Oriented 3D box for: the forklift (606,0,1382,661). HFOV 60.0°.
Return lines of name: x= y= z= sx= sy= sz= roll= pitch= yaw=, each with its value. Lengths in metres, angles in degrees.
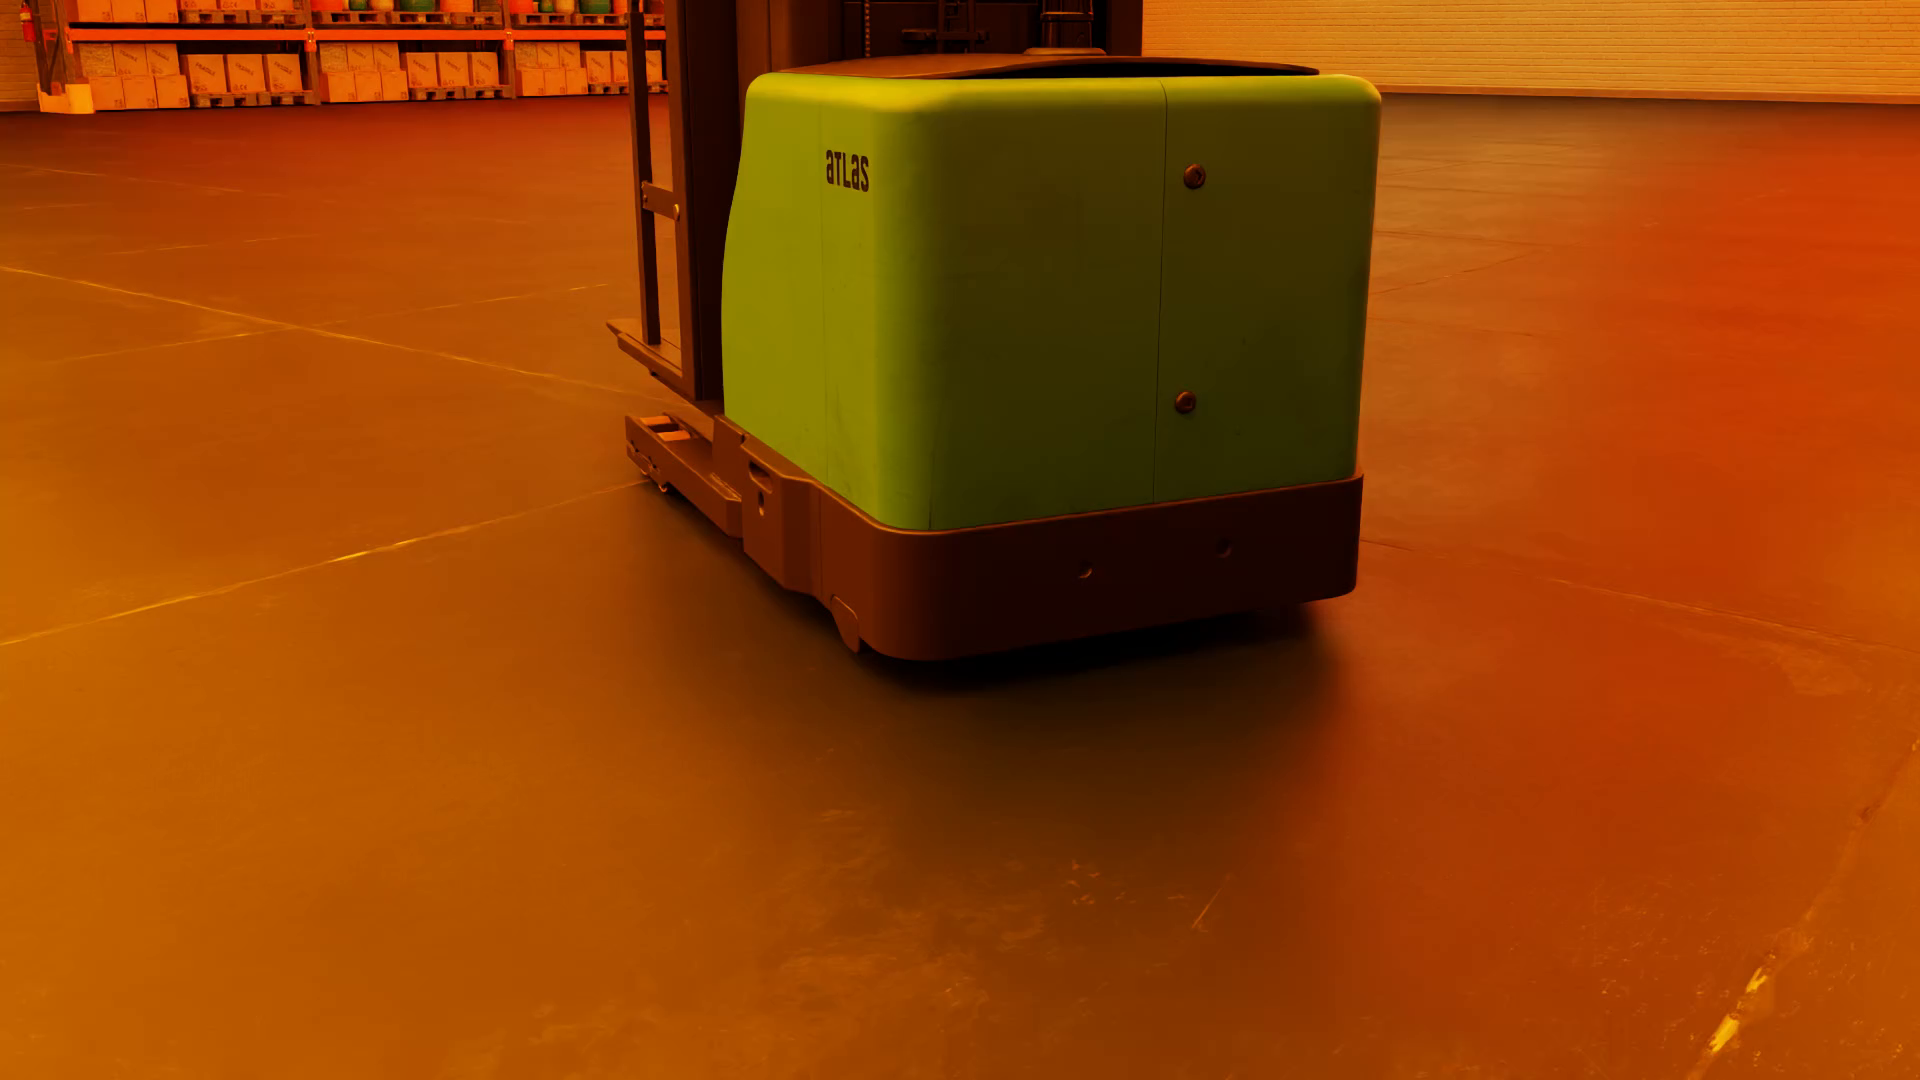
forklift: x=-0.259 y=-1.569 z=4.065 sx=1.130 sy=2.935 sz=3.031 roll=-7 pitch=18 yaw=-23
